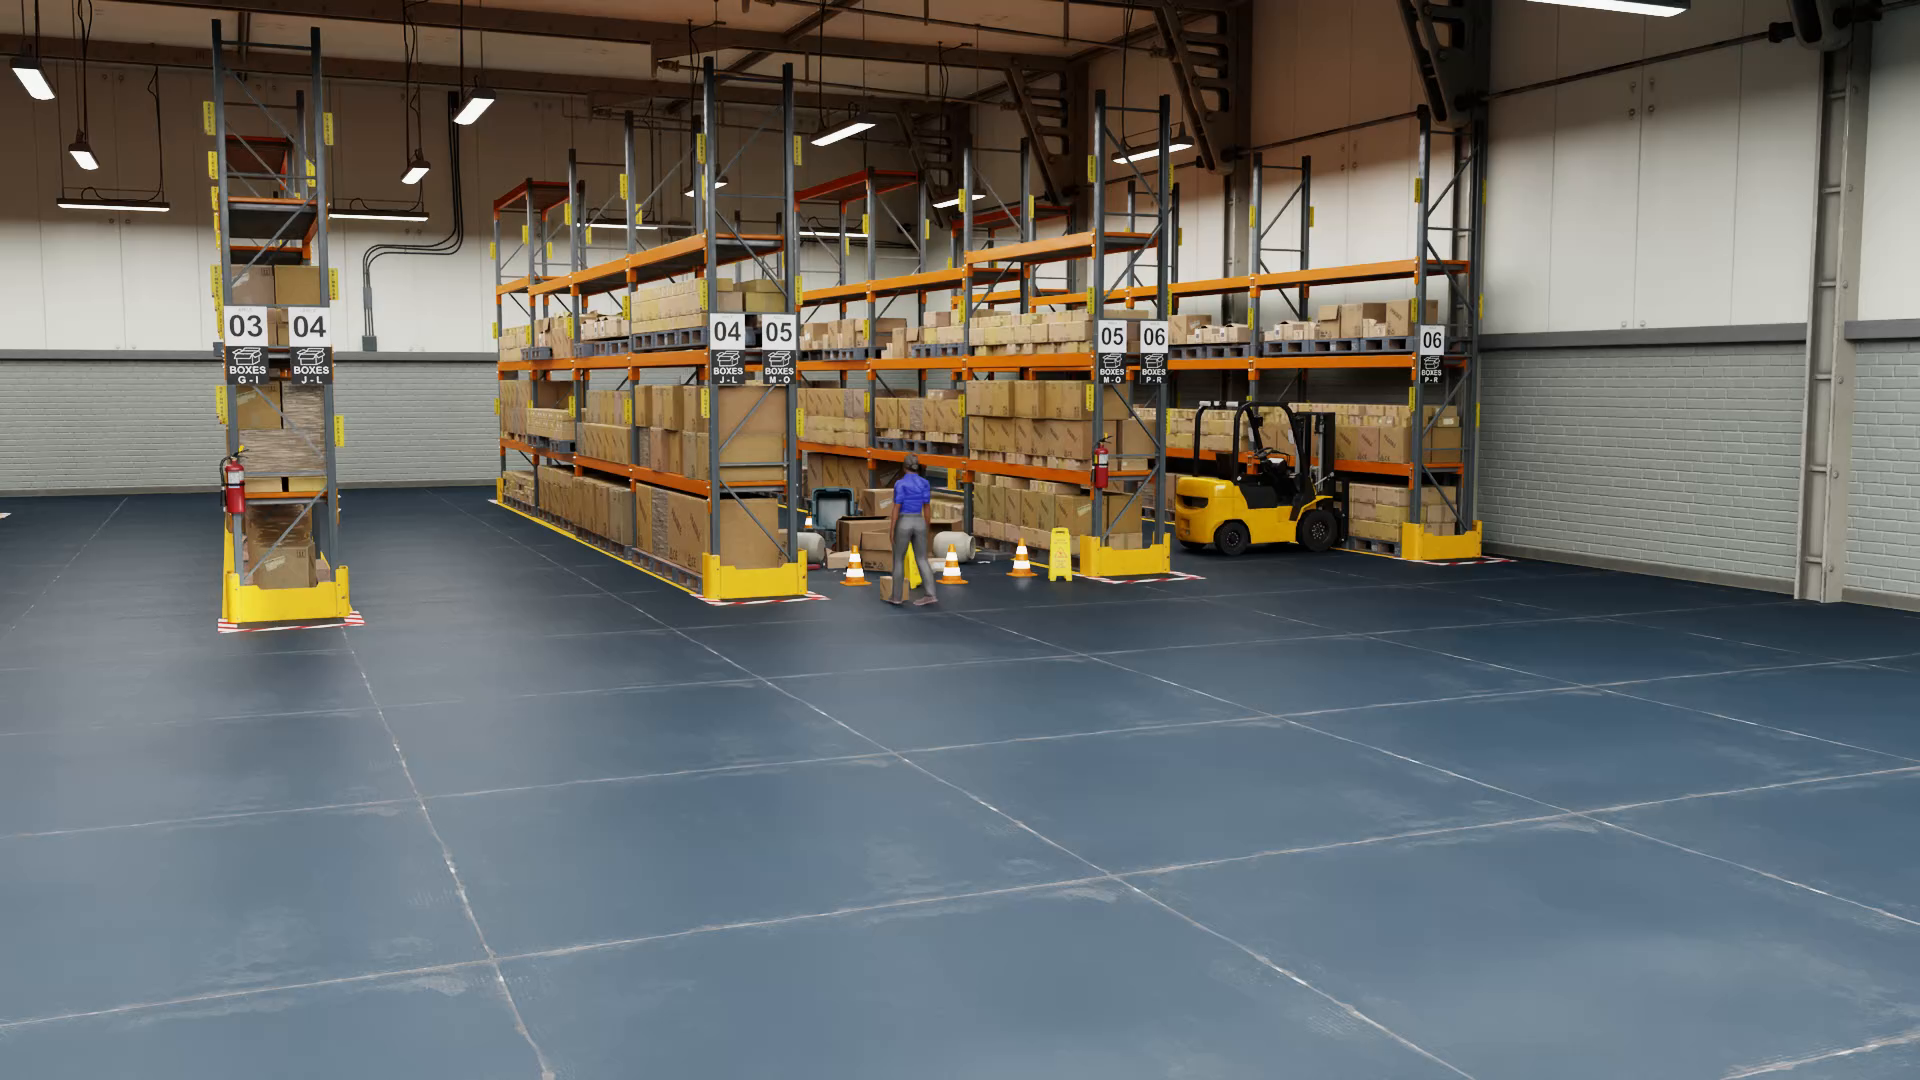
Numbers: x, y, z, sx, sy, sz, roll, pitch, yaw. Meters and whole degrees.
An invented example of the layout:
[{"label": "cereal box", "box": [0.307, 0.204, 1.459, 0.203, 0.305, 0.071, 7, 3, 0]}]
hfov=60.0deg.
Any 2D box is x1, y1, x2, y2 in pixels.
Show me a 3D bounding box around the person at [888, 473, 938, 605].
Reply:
[{"label": "person", "box": [-0.553, -0.010, 18.230, 0.453, 1.461, 0.541, -3, 6, -29]}]
